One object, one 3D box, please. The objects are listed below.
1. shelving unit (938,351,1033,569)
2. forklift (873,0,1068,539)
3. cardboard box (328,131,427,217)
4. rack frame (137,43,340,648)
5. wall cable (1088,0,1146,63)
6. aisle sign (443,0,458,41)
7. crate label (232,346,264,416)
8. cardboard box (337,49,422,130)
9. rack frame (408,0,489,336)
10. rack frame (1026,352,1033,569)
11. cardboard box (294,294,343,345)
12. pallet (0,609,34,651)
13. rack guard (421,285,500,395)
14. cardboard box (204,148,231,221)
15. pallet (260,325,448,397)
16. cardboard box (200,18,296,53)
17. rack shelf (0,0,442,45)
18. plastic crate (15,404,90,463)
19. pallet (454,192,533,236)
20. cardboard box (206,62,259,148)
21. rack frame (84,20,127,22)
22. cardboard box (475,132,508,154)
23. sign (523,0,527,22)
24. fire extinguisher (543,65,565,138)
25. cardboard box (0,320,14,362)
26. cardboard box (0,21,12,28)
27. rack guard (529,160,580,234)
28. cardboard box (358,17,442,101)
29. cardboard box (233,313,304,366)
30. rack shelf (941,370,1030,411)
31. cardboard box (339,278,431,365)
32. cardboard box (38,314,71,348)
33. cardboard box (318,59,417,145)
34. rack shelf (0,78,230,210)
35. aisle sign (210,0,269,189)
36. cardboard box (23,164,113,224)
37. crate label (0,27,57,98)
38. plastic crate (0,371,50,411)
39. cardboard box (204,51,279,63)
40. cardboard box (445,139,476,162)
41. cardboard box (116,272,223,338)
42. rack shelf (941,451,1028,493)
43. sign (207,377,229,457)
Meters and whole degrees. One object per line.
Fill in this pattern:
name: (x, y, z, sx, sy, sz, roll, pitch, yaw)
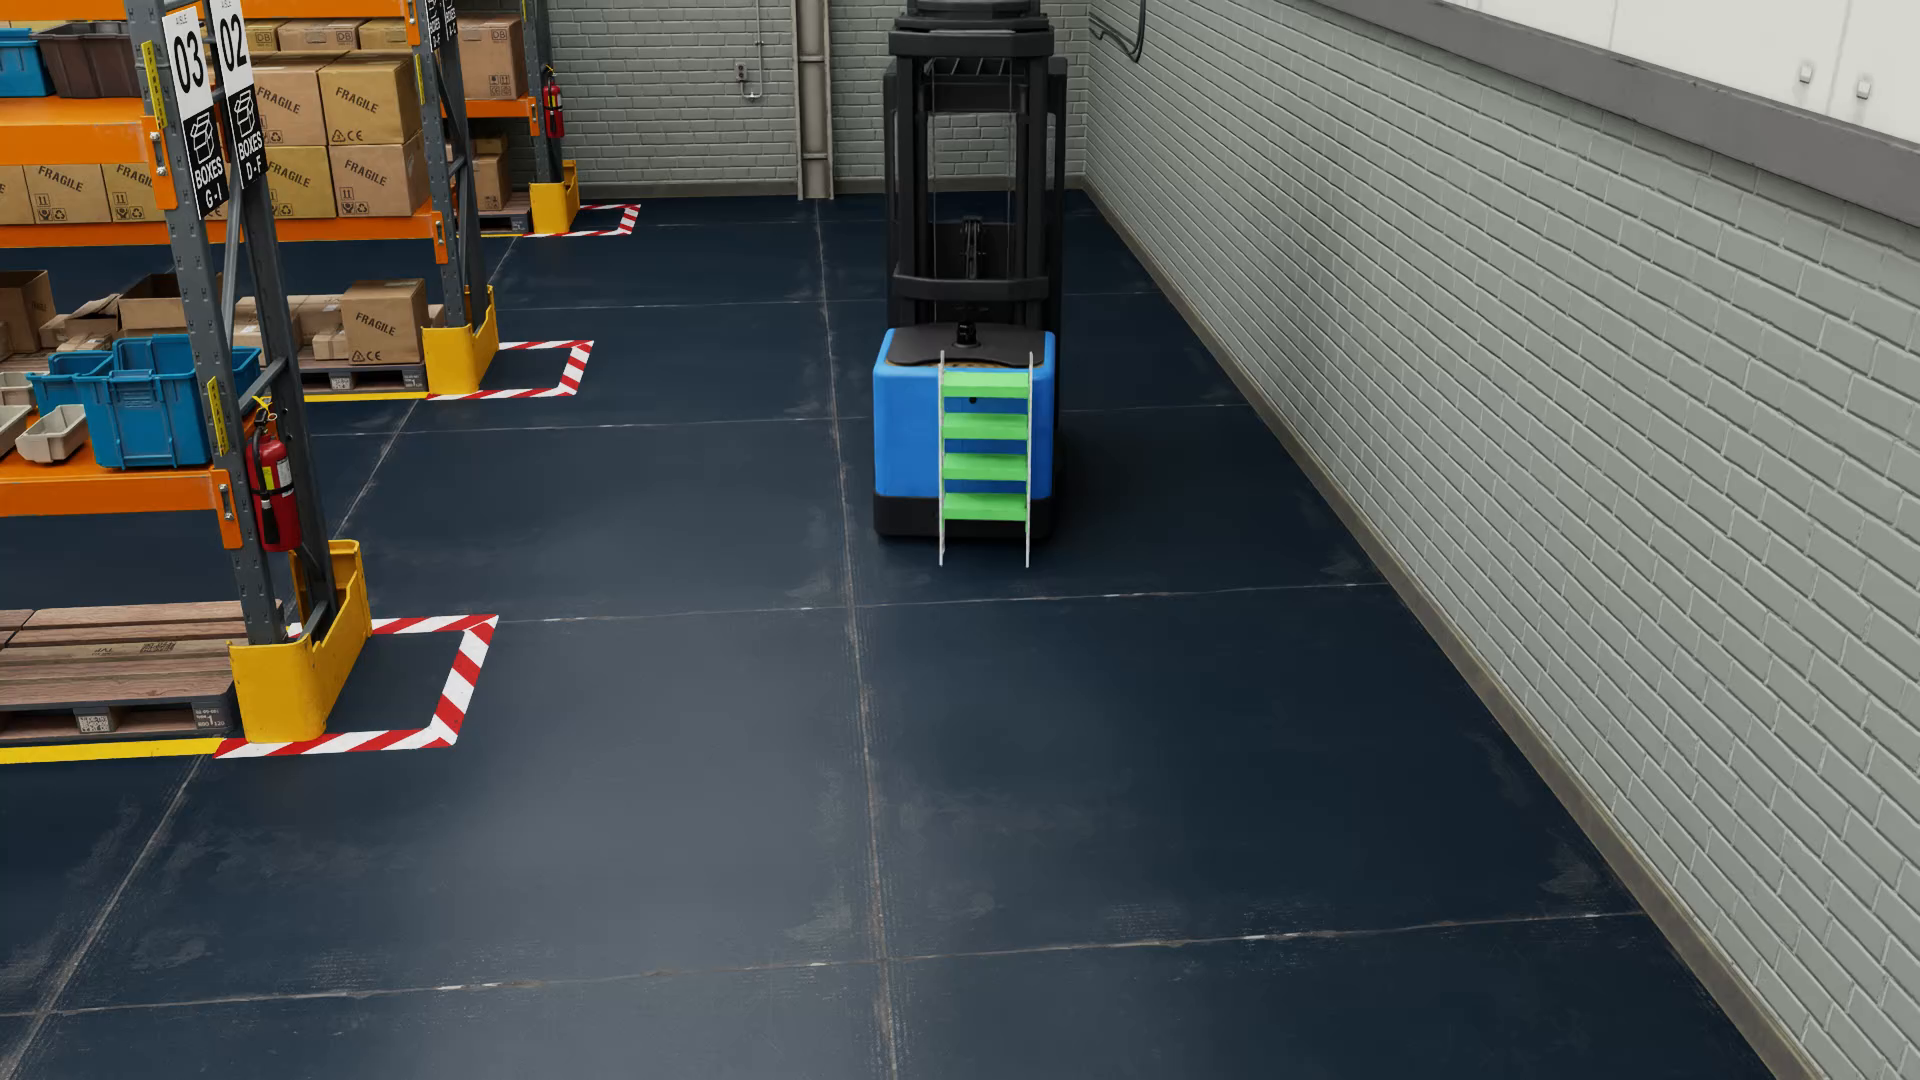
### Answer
shelving unit: (0.142, -0.438, 9.259, 0.503, 1.200, 0.258, 1, 24, 3)
forklift: (0.104, -1.905, 10.428, 1.130, 2.935, 3.031, 1, 24, 3)
cardboard box: (-4.107, -2.588, 11.756, 0.500, 0.500, 0.500, -2, 24, -4)
rack frame: (-3.205, -0.668, 7.560, 0.127, 3.000, 1.000, -2, 24, -5)
wall cable: (1.485, -6.076, 16.164, 0.112, 2.526, 3.097, -2, 24, -5)
aisle sign: (-3.649, -3.980, 11.810, 0.004, 0.787, 0.394, -2, 24, -5)
crate label: (-3.483, -0.742, 7.859, 0.303, 0.233, 0.416, -2, 24, -5)
cardboard box: (-4.155, -3.262, 12.041, 0.500, 0.500, 0.500, -2, 24, -4)
rack frame: (-3.688, -2.670, 12.065, 0.127, 3.000, 1.000, -2, 24, -5)
rack frame: (0.386, -0.433, 9.248, 0.015, 1.200, 0.240, 1, 24, 3)
cardboard box: (-4.755, -1.688, 12.698, 0.500, 0.250, 0.500, -2, 24, -5)
pallet: (-5.241, 0.671, 7.981, 1.213, 0.211, 1.003, -2, 24, -5)
rack guard: (-3.764, -1.525, 12.565, 0.348, 0.500, 1.175, -2, 24, -5)
cardboard box: (-5.120, -2.548, 11.667, 0.500, 0.500, 0.500, -2, 24, -5)
pallet: (-4.557, -1.361, 12.552, 1.213, 0.211, 1.003, -2, 24, -5)
cardboard box: (-6.891, -4.692, 16.243, 0.700, 0.700, 0.980, -3, 24, -6)
rack shelf: (-5.678, -3.632, 11.422, 4.000, 0.370, 1.077, -2, 24, -5)
plastic crate: (-3.999, -0.469, 7.363, 0.243, 0.136, 0.396, -2, 24, -5)
pallet: (-4.967, -3.335, 16.992, 1.213, 0.211, 1.003, -2, 24, -5)
cardboard box: (-5.122, -3.001, 11.454, 0.500, 0.500, 0.500, -2, 24, -4)
rack frame: (-8.159, -4.513, 16.210, 0.127, 3.000, 1.000, -2, 24, -5)
cardboard box: (-4.761, -4.036, 16.899, 0.250, 0.149, 0.380, -2, 24, -5)
sign: (-4.139, -5.090, 15.791, 0.005, 0.325, 0.100, -2, 24, -5)
fire extinguisher: (-3.983, -4.286, 16.254, 0.183, 0.674, 0.296, -2, 24, -5)
cardboard box: (-7.230, -1.412, 12.003, 0.500, 0.311, 0.500, -2, 24, -5)
cardboard box: (-9.109, -4.908, 15.661, 0.500, 0.250, 0.500, -2, 24, -4)
rack guard: (-4.155, -3.531, 17.079, 0.348, 0.500, 1.175, -2, 24, -5)
cardboard box: (-5.408, -4.751, 16.378, 0.700, 0.700, 0.980, -2, 24, -6)
cardboard box: (-5.153, -1.468, 12.203, 0.500, 0.250, 0.500, -2, 24, -5)
rack shelf: (0.142, -0.819, 9.090, 0.480, 0.148, 0.258, 1, 24, 3)
cardboard box: (-4.205, -1.608, 12.210, 0.500, 0.500, 0.500, -2, 24, -5)
cardboard box: (-6.762, -1.585, 12.592, 0.250, 0.149, 0.380, -2, 24, -5)
cardboard box: (-4.104, -3.044, 11.551, 0.500, 0.500, 0.500, -3, 24, -6)
rack shelf: (-5.195, -1.630, 6.917, 4.000, 0.370, 1.077, -2, 24, -5)
aisle sign: (-3.162, -1.979, 7.308, 0.004, 0.787, 0.394, -2, 24, -5)
cardboard box: (-6.127, -2.507, 11.575, 0.500, 0.500, 0.500, -2, 24, -5)
crate label: (-4.155, -2.064, 7.192, 0.502, 0.251, 0.408, -2, 24, -5)
plastic crate: (-4.485, -0.692, 7.864, 0.298, 0.136, 0.250, -2, 24, -5)
cardboard box: (-5.173, -3.220, 11.947, 0.500, 0.500, 0.500, -2, 24, -4)
cardboard box: (-4.975, -3.871, 16.529, 0.250, 0.149, 0.380, -3, 24, -6)
cardboard box: (-5.799, -1.648, 12.296, 0.637, 0.503, 0.797, -2, 24, -5)
rack shelf: (0.142, -0.380, 9.285, 0.480, 0.148, 0.258, 1, 24, 3)
sign: (-3.135, -0.521, 7.028, 0.005, 0.325, 0.100, -2, 24, -5)
